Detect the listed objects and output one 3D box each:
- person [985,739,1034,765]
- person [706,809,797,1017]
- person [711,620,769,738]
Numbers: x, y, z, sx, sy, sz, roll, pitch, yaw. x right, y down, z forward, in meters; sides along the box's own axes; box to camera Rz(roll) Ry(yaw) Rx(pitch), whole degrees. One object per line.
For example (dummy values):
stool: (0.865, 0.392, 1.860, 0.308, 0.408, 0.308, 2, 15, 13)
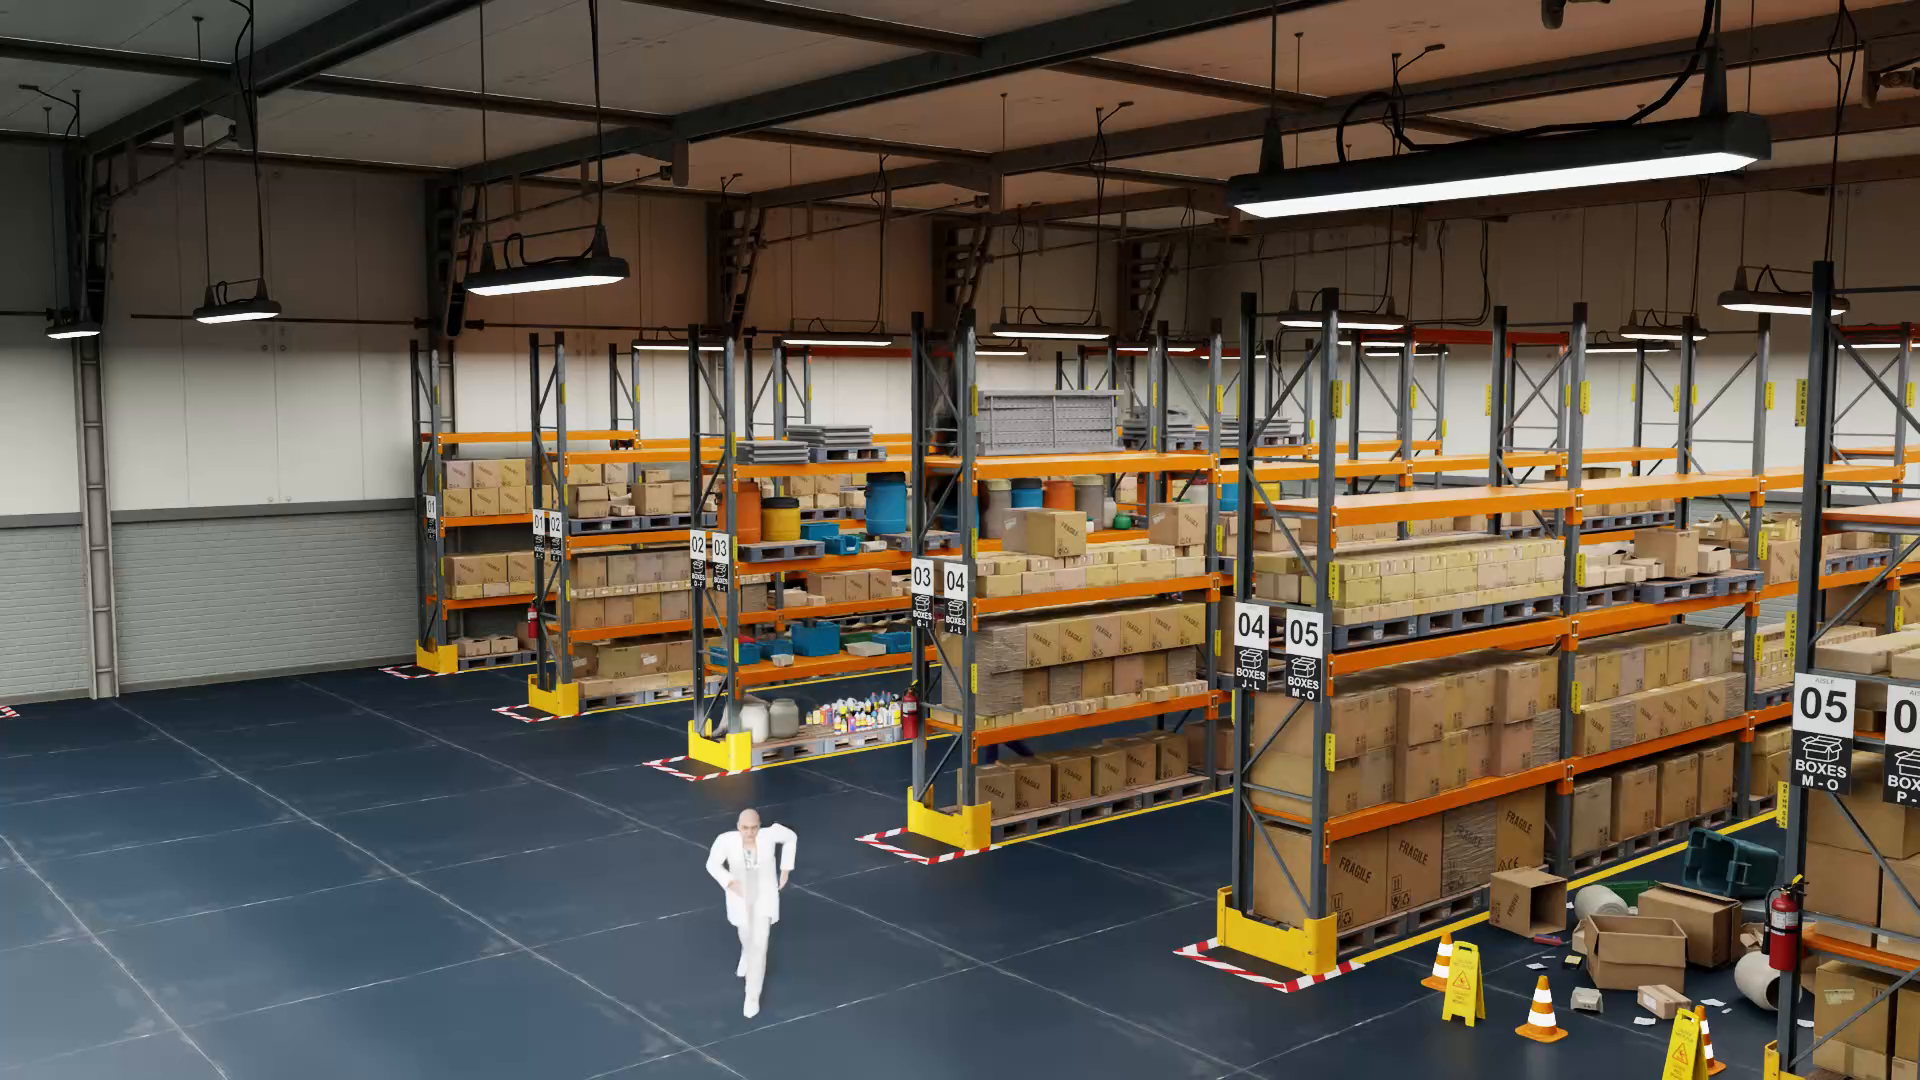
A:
person: (0.601, 2.388, 21.937, 0.917, 1.613, 0.616, -3, 6, -33)
person: (-1.762, 3.043, 14.102, 0.755, 1.743, 1.065, -1, 5, -8)
person: (-3.276, 2.021, 24.785, 1.097, 1.718, 0.674, -4, 7, -40)
